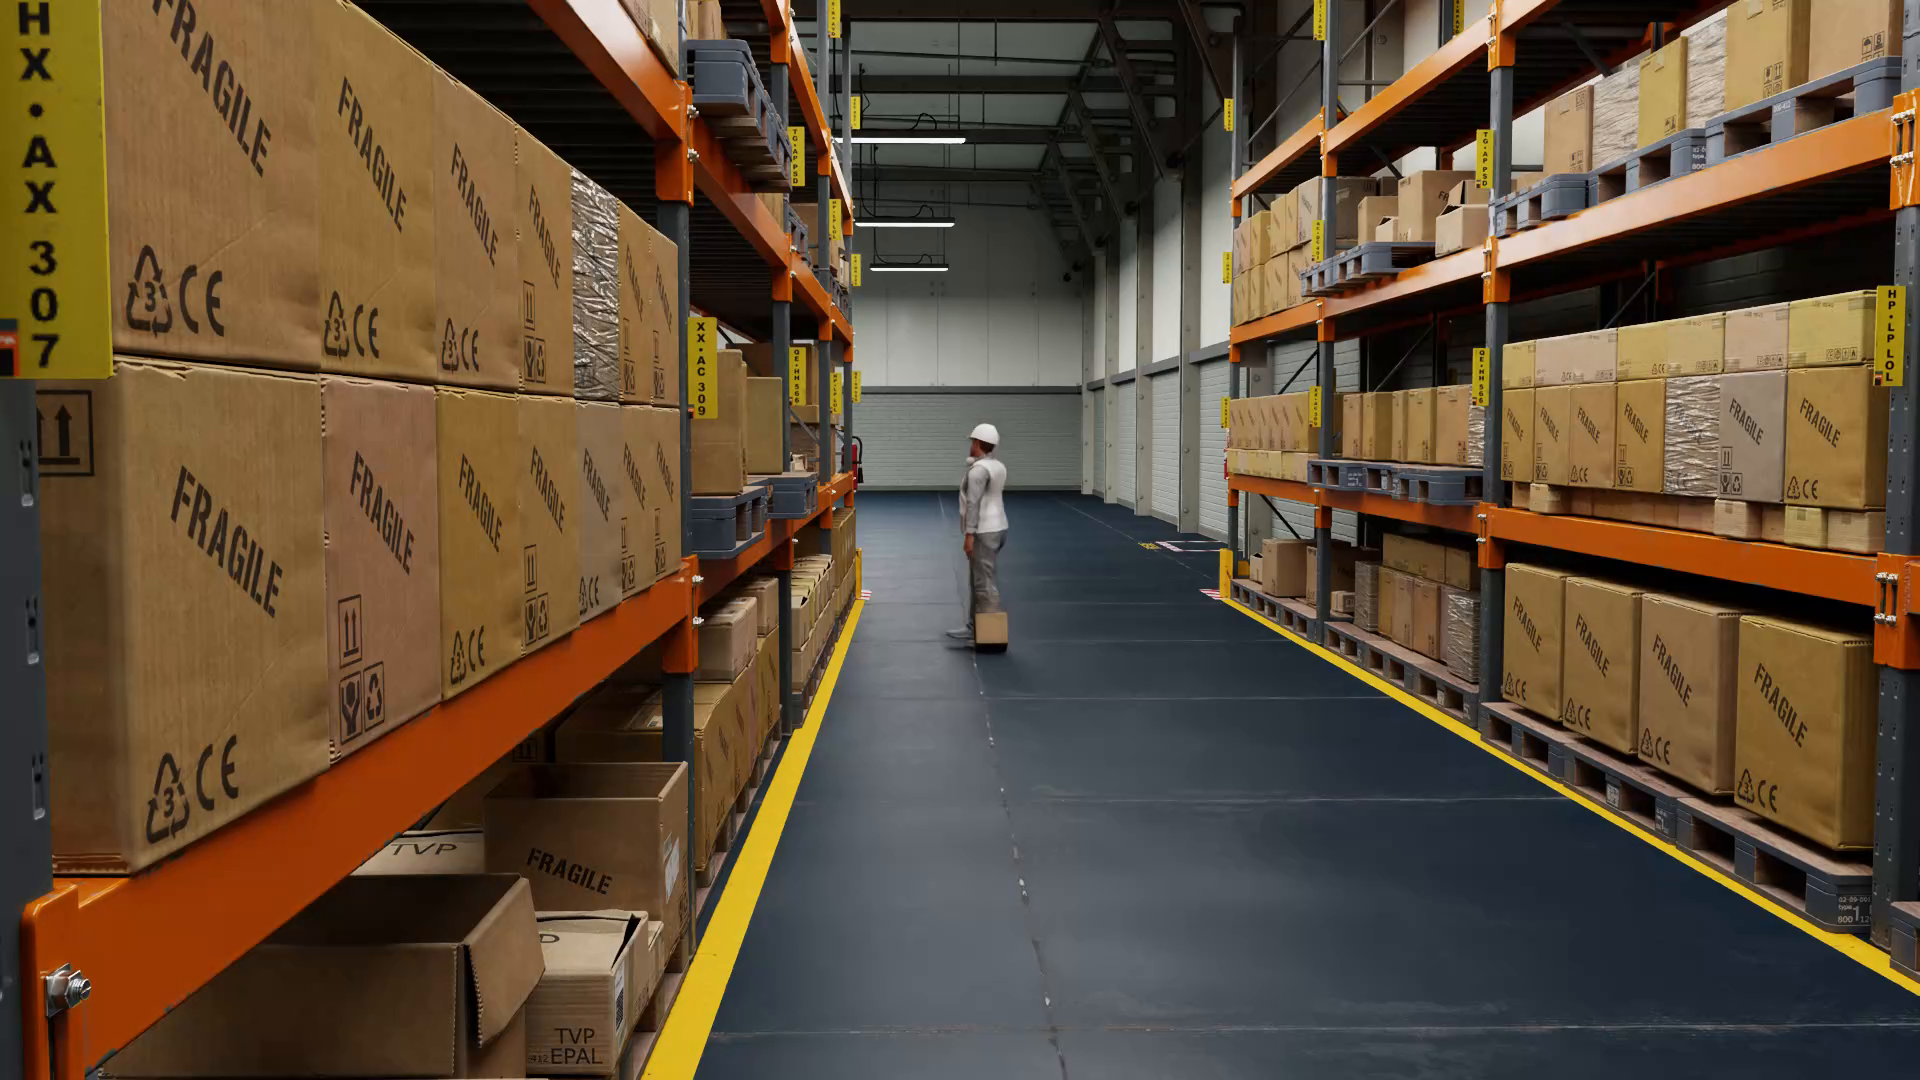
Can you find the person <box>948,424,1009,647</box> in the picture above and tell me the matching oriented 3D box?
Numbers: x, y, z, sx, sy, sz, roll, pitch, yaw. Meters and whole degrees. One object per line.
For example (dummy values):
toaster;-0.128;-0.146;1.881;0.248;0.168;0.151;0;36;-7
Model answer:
person;0.128;-0.046;13.369;0.547;1.774;0.602;1;4;21
